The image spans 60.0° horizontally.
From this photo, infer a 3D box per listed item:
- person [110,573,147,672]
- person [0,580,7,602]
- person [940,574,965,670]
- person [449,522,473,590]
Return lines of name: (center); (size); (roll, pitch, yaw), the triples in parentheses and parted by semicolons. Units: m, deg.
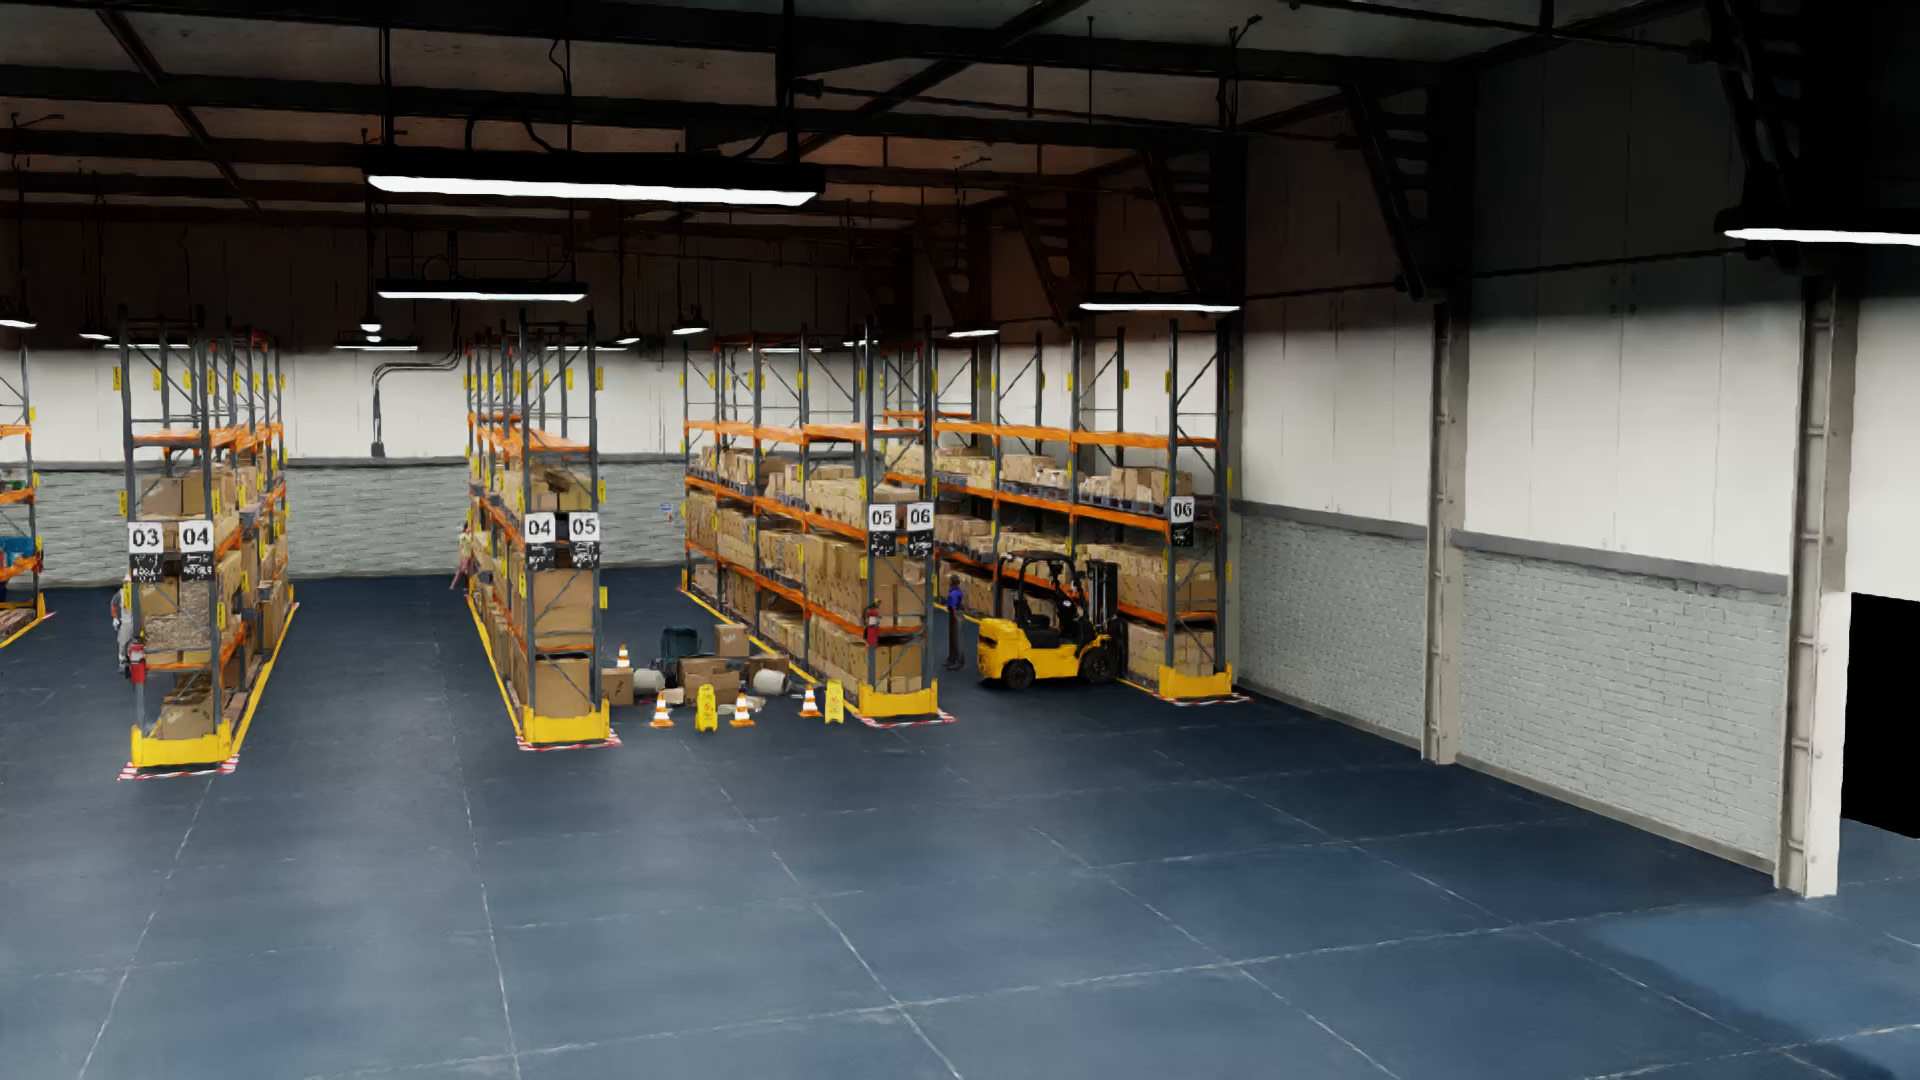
person: (-14.258, 1.428, 28.654); (0.677, 1.742, 0.552); (-2, 6, -20)
person: (-20.989, 0.760, 36.154); (0.515, 1.653, 0.519); (1, 6, 15)
person: (-0.125, 1.416, 29.024); (0.467, 1.661, 0.497); (1, 6, 11)
person: (-11.927, 0.400, 39.832); (0.484, 1.661, 0.649); (3, 6, 29)
